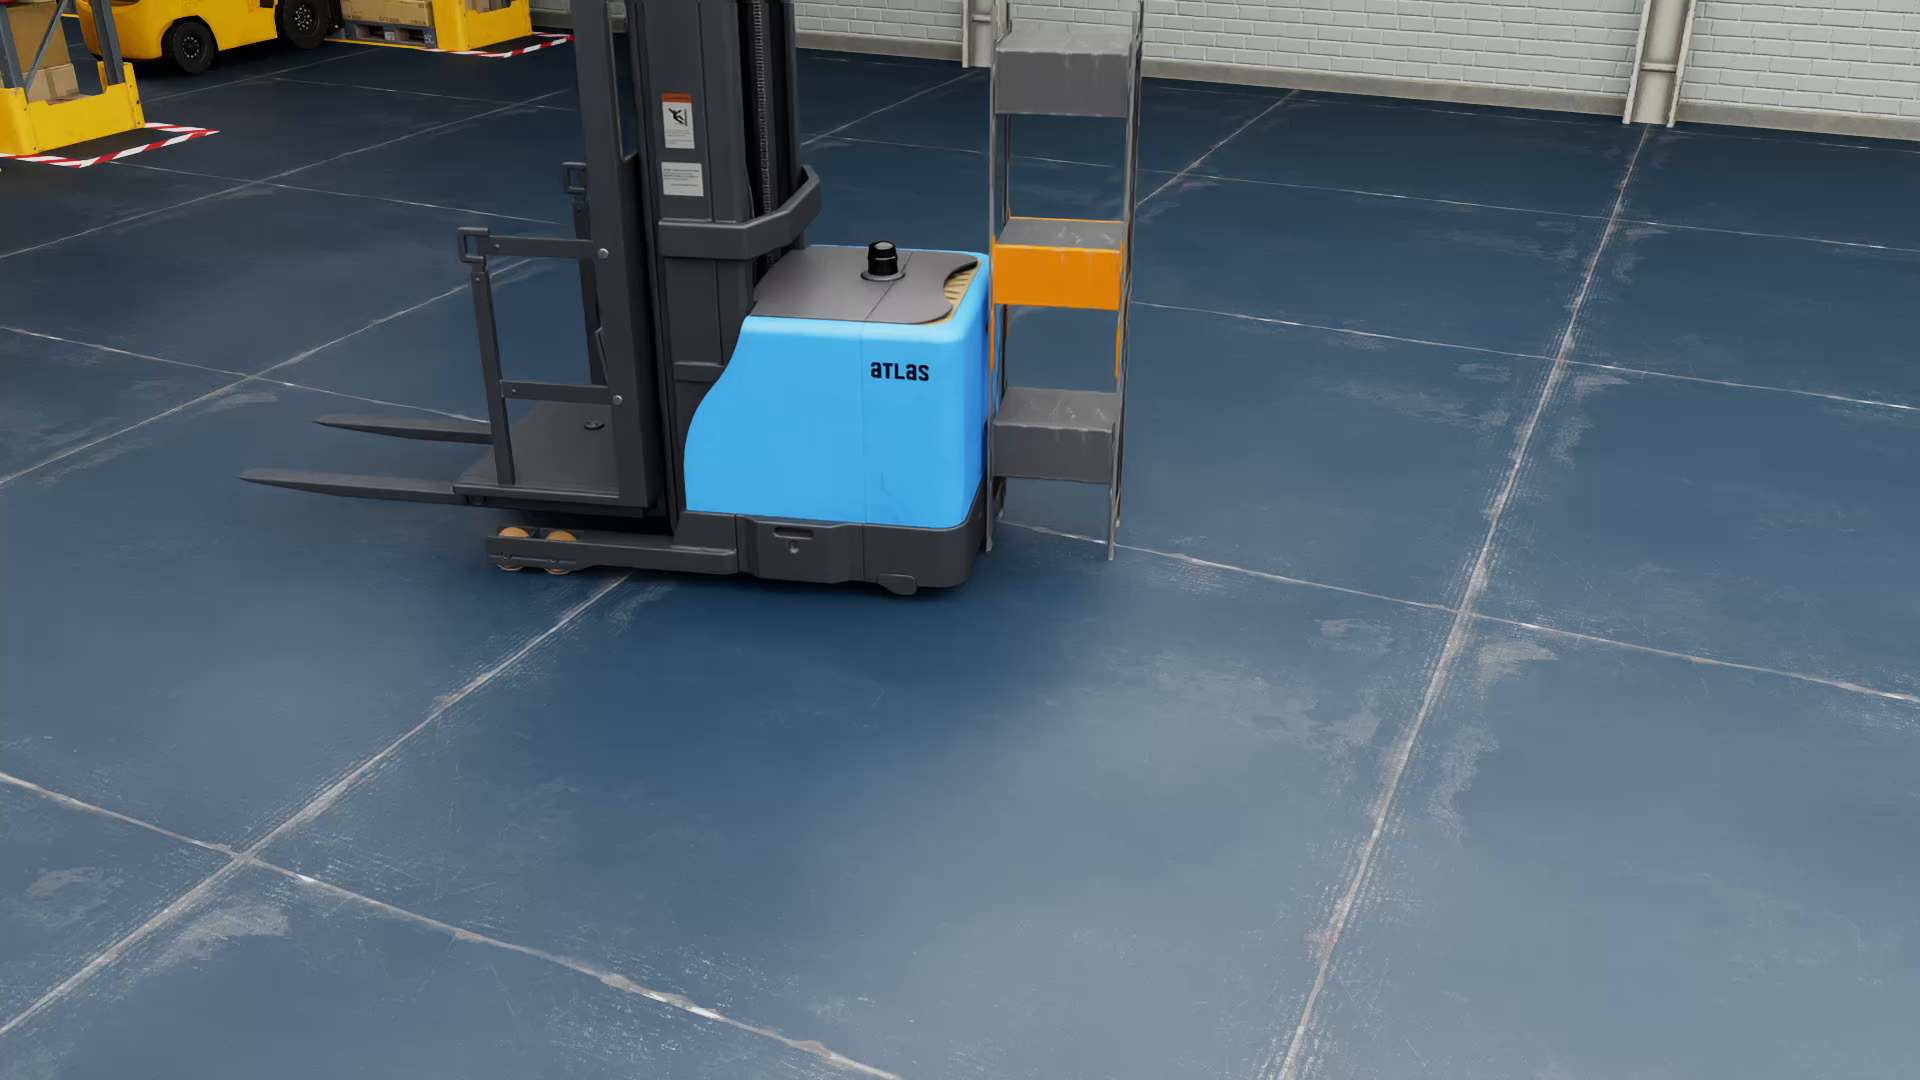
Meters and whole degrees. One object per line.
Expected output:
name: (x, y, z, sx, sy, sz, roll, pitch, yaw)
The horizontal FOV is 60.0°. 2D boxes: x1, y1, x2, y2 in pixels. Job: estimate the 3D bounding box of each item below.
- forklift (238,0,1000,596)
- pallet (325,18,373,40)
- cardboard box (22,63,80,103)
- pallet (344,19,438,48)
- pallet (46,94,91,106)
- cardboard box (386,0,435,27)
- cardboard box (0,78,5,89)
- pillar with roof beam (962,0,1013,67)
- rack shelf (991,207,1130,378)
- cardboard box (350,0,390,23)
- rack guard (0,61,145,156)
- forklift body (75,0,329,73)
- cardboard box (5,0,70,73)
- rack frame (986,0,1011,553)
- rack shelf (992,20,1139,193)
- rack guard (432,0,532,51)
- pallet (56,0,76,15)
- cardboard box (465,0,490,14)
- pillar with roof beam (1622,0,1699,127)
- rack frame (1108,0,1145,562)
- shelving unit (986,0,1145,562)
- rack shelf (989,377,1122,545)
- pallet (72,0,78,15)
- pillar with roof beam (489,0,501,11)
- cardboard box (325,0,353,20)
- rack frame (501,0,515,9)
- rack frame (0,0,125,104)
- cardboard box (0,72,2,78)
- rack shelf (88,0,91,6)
forklift: (-1.391, -1.404, 6.283, 3.031, 2.935, 1.130, 4, 27, 9)
pallet: (-6.759, -5.622, 17.930, 1.213, 0.211, 1.003, 11, 28, 22)
cardboard box: (-7.610, -3.743, 13.595, 0.500, 0.250, 0.500, 11, 28, 21)
pallet: (-5.653, -5.398, 17.476, 1.213, 0.211, 1.003, 11, 28, 22)
pallet: (-7.785, -3.455, 13.529, 1.213, 0.211, 1.003, 11, 28, 22)
cardboard box: (-5.498, -5.440, 17.041, 0.500, 0.250, 0.500, 12, 28, 22)
cardboard box: (-7.860, -3.529, 13.159, 0.500, 0.250, 0.500, 11, 28, 22)
pillar with roof beam: (-1.520, -6.880, 10.535, 0.400, 9.000, 9.100, 11, 28, 22)
rack shelf: (0.387, -0.947, 6.328, 0.480, 0.518, 0.431, 4, 27, 9)
cardboard box: (-5.947, -5.535, 17.233, 0.500, 0.250, 0.500, 11, 28, 22)
rack guard: (-7.060, -3.422, 13.135, 0.348, 0.500, 1.175, 11, 28, 22)
forklift body: (-7.421, -5.759, 16.012, 1.214, 2.155, 2.313, 11, 28, 22)
cardboard box: (-7.632, -4.084, 13.437, 0.500, 0.500, 0.500, 10, 28, 20)
rack frame: (0.146, -0.978, 6.359, 0.015, 2.100, 0.400, 4, 27, 9)
rack shelf: (0.387, -1.575, 6.019, 0.480, 0.518, 0.431, 4, 27, 9)
rack guard: (-4.917, -5.401, 17.153, 0.348, 0.500, 1.175, 11, 28, 22)
pallet: (-10.382, -6.348, 19.405, 1.213, 0.211, 1.003, 11, 28, 22)
cardboard box: (-5.305, -5.650, 17.467, 0.500, 0.250, 0.500, 11, 28, 22)
pillar with roof beam: (3.942, -5.782, 8.307, 0.400, 9.000, 9.100, 11, 28, 22)
rack frame: (0.627, -0.942, 6.285, 0.015, 2.100, 0.400, 4, 27, 9)
shelving unit: (0.387, -0.960, 6.322, 0.503, 2.100, 0.431, 4, 27, 9)
rack shelf: (0.387, -0.319, 6.637, 0.480, 0.518, 0.431, 4, 27, 9)
pallet: (-9.267, -6.126, 18.953, 1.213, 0.211, 1.003, 11, 28, 22)
pillar with roof beam: (-6.982, -7.977, 12.764, 0.400, 9.000, 9.100, 11, 28, 22)
cardboard box: (-6.398, -5.630, 17.427, 0.500, 0.250, 0.500, 12, 29, 22)
rack frame: (-4.939, -6.526, 16.610, 0.127, 3.000, 1.000, 11, 28, 22)
rack frame: (-6.991, -4.530, 12.555, 0.127, 3.000, 1.000, 11, 28, 22)
cardboard box: (-7.828, -3.863, 12.988, 0.500, 0.500, 0.500, 12, 28, 22)
rack shelf: (-8.811, -4.573, 13.456, 4.000, 0.370, 1.077, 11, 28, 22)
